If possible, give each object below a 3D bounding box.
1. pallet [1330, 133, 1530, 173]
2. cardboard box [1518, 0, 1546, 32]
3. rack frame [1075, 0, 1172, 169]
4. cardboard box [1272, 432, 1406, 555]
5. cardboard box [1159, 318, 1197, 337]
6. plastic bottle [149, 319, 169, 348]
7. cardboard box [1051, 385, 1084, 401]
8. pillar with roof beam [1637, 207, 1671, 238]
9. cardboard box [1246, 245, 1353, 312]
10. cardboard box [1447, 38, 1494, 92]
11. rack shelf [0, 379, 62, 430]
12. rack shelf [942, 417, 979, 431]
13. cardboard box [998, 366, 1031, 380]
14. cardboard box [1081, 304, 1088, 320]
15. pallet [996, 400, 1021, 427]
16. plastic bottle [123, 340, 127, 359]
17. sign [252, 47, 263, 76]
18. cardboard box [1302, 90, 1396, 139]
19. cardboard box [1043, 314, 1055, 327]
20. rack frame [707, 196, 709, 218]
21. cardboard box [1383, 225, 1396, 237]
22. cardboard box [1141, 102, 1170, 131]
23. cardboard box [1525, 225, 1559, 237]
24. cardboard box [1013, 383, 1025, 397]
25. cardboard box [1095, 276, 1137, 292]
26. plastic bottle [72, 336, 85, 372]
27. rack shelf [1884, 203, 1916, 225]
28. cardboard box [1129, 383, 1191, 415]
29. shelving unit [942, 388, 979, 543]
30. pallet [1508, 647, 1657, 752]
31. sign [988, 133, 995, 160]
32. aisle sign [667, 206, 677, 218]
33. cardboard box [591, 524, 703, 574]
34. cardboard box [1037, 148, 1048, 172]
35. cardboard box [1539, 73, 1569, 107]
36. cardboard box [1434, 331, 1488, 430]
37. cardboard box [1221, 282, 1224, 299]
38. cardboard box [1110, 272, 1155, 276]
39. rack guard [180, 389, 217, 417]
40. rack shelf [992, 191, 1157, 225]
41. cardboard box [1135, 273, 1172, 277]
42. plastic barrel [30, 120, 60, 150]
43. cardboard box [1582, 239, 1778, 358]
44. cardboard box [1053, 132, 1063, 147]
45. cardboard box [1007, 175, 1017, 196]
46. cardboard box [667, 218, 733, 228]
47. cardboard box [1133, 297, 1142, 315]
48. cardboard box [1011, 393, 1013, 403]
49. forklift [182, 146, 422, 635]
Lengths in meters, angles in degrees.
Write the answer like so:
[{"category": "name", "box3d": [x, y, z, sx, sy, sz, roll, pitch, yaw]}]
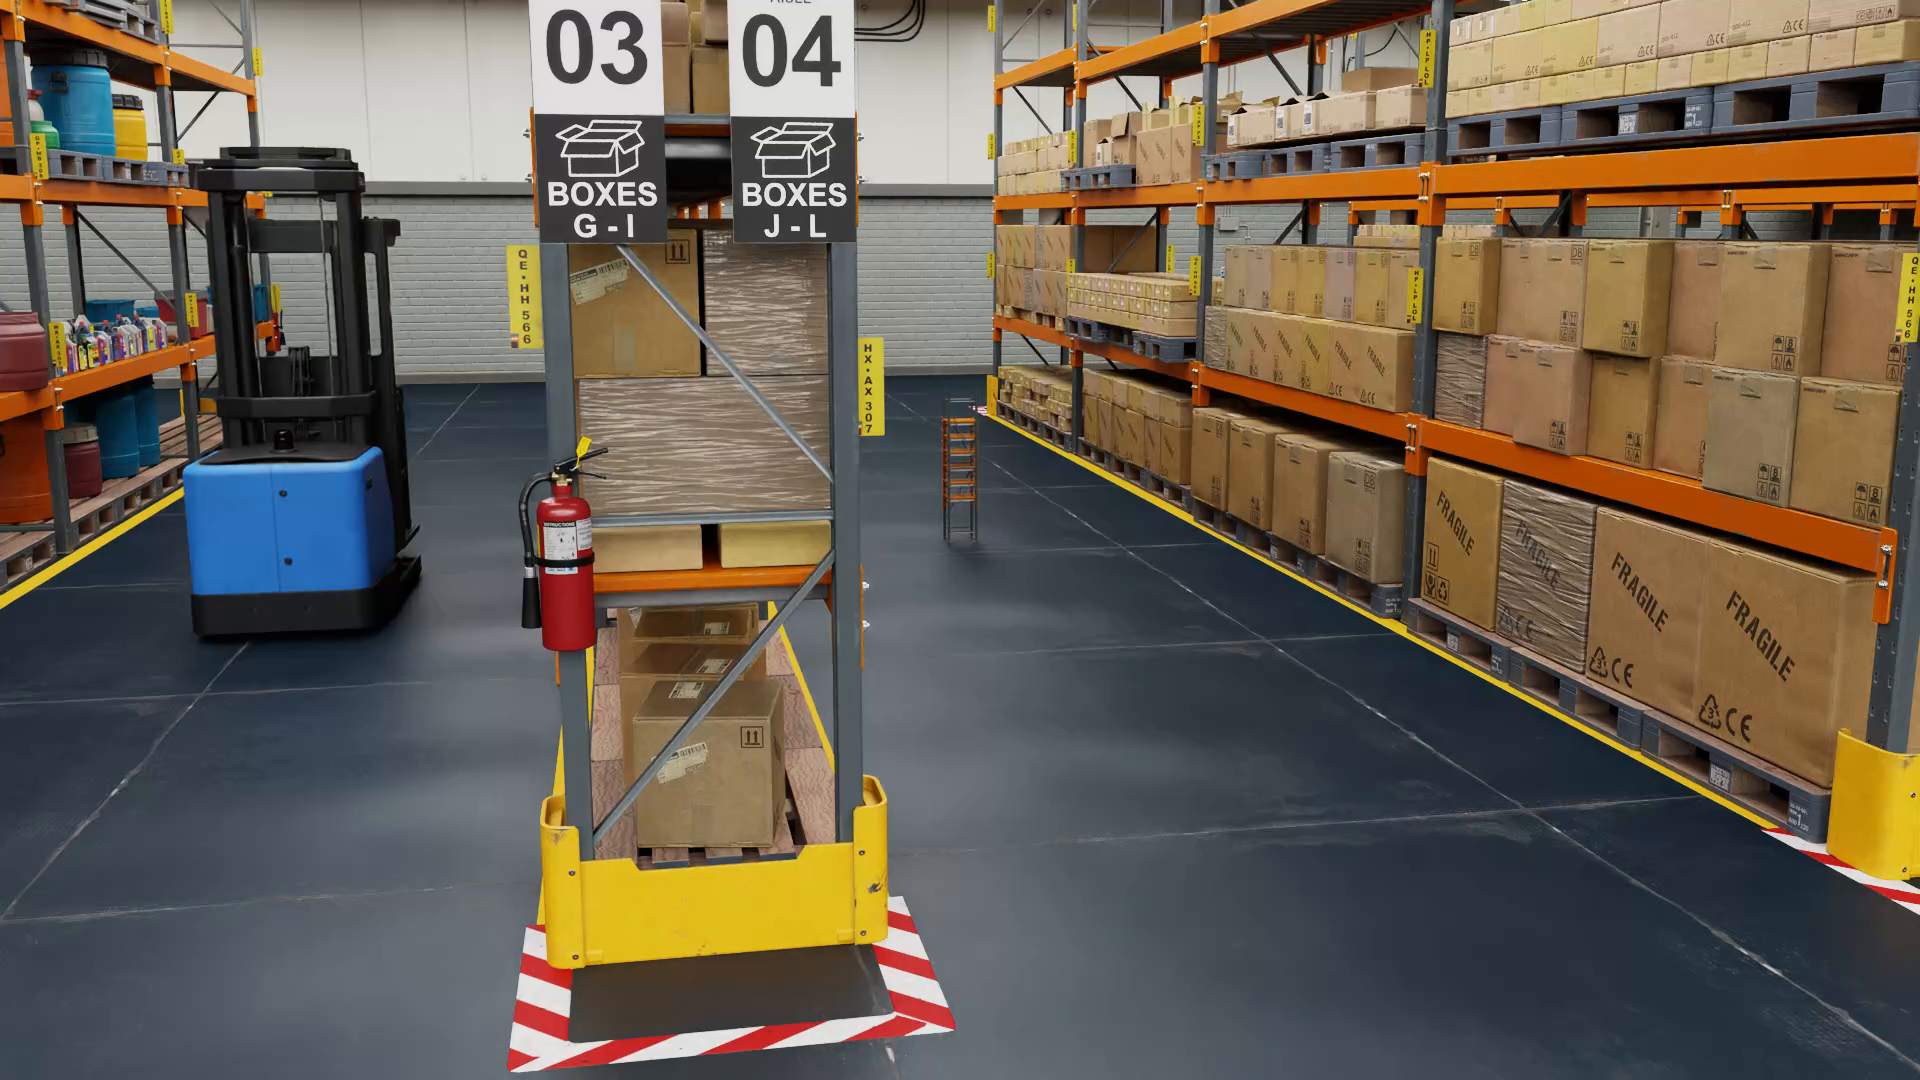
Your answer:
[{"category": "pallet", "box3d": [3.045, -2.506, 10.832, 0.805, 0.209, 1.217, -3, 11, -13]}, {"category": "cardboard box", "box3d": [3.158, -2.739, 8.690, 0.380, 0.149, 0.250, -2, 11, -12]}, {"category": "rack frame", "box3d": [1.716, -5.375, 17.368, 1.000, 3.000, 0.127, -2, 11, -11]}, {"category": "cardboard box", "box3d": [2.879, -0.349, 11.903, 1.050, 0.750, 0.750, -2, 11, -11]}, {"category": "cardboard box", "box3d": [1.947, -1.851, 14.447, 0.380, 0.149, 0.250, -2, 11, -10]}, {"category": "plastic bottle", "box3d": [-7.634, -1.964, 15.826, 0.152, 0.276, 0.135, -2, 11, -11]}, {"category": "cardboard box", "box3d": [1.247, -1.672, 18.871, 0.380, 0.149, 0.250, -2, 11, -12]}, {"category": "pillar with roof beam", "box3d": [6.779, -6.859, 25.166, 9.100, 9.000, 0.400, -2, 11, -11]}, {"category": "cardboard box", "box3d": [2.671, -2.059, 13.051, 0.700, 0.500, 0.500, -2, 11, -12]}, {"category": "cardboard box", "box3d": [3.092, -2.662, 9.353, 0.500, 0.250, 0.500, -2, 11, -11]}, {"category": "rack shelf", "box3d": [-6.861, -0.632, 10.418, 1.077, 0.370, 4.000, -2, 11, -11]}, {"category": "rack shelf", "box3d": [0.003, -0.897, 13.011, 0.258, 0.103, 0.180, -2, 11, -11]}, {"category": "cardboard box", "box3d": [0.706, -2.151, 21.386, 0.380, 0.149, 0.250, -3, 11, -14]}, {"category": "cardboard box", "box3d": [1.445, -2.325, 16.938, 0.380, 0.149, 0.250, -2, 11, -11]}, {"category": "pallet", "box3d": [1.076, -1.627, 21.182, 1.003, 0.211, 1.213, -2, 11, -11]}, {"category": "plastic bottle", "box3d": [-7.344, -1.681, 14.536, 0.097, 0.201, 0.097, 0, 11, 0]}, {"category": "sign", "box3d": [-8.269, -5.631, 19.577, 0.100, 0.325, 0.005, -2, 11, -11]}, {"category": "cardboard box", "box3d": [2.715, -2.959, 11.547, 0.500, 0.311, 0.500, -3, 11, -13]}, {"category": "cardboard box", "box3d": [1.172, -2.540, 19.189, 0.380, 0.149, 0.250, -3, 11, -13]}, {"category": "rack frame", "box3d": [-2.391, -1.532, 13.225, 1.000, 3.000, 0.127, -2, 11, -11]}, {"category": "cardboard box", "box3d": [5.699, -3.999, 21.507, 0.380, 0.149, 0.250, -2, 11, -13]}, {"category": "cardboard box", "box3d": [1.890, -3.893, 15.289, 0.396, 0.266, 0.258, -2, 11, -11]}, {"category": "cardboard box", "box3d": [6.745, -3.553, 19.163, 0.380, 0.149, 0.250, -2, 11, -12]}, {"category": "cardboard box", "box3d": [0.863, -1.863, 20.668, 0.380, 0.149, 0.250, -2, 11, -9]}, {"category": "cardboard box", "box3d": [1.545, -2.523, 16.388, 0.380, 0.149, 0.250, -2, 11, -11]}, {"category": "plastic bottle", "box3d": [-7.088, -1.497, 13.352, 0.061, 0.283, 0.133, -2, 11, -11]}, {"category": "rack shelf", "box3d": [11.809, -3.561, 17.784, 1.077, 0.370, 4.000, -2, 11, -11]}, {"category": "cardboard box", "box3d": [1.911, -1.343, 15.786, 0.500, 0.250, 0.500, -2, 11, -10]}, {"category": "shelving unit", "box3d": [0.003, -0.587, 13.070, 0.258, 1.200, 0.189, -2, 11, -11]}, {"category": "pallet", "box3d": [3.583, 0.776, 8.556, 1.003, 0.211, 1.213, -2, 11, -11]}, {"category": "sign", "box3d": [0.405, -5.045, 21.318, 0.100, 0.325, 0.005, -2, 11, -11]}, {"category": "aisle sign", "box3d": [-3.667, -4.301, 20.817, 0.394, 0.787, 0.004, -2, 11, -11]}, {"category": "cardboard box", "box3d": [-1.093, 0.014, 5.775, 0.380, 0.149, 0.250, -2, 11, -11]}, {"category": "cardboard box", "box3d": [1.181, -4.340, 19.017, 0.500, 0.250, 0.500, -2, 11, -9]}, {"category": "cardboard box", "box3d": [3.209, -2.300, 8.519, 0.380, 0.149, 0.250, -2, 11, -12]}, {"category": "cardboard box", "box3d": [3.355, -0.967, 9.853, 0.875, 0.550, 0.550, -2, 11, -11]}, {"category": "cardboard box", "box3d": [2.539, -2.210, 14.744, 0.380, 0.149, 0.250, -2, 11, -13]}, {"category": "cardboard box", "box3d": [1.866, -2.723, 18.418, 0.500, 0.500, 0.500, -2, 11, -12]}, {"category": "rack guard", "box3d": [-8.823, -1.595, 20.242, 1.175, 0.500, 0.348, -2, 11, -11]}, {"category": "rack shelf", "box3d": [1.327, -3.915, 19.643, 1.077, 0.370, 4.000, -2, 11, -11]}, {"category": "cardboard box", "box3d": [2.038, -2.687, 17.250, 0.380, 0.149, 0.250, -2, 11, -13]}, {"category": "plastic barrel", "box3d": [-7.230, -3.158, 13.038, 0.294, 0.245, 0.294, 0, 11, 0]}, {"category": "cardboard box", "box3d": [3.612, -1.198, 8.180, 0.875, 0.550, 0.500, -2, 11, -11]}, {"category": "cardboard box", "box3d": [1.236, -4.408, 18.308, 0.380, 0.149, 0.250, -2, 11, -11]}, {"category": "cardboard box", "box3d": [0.872, -4.373, 20.528, 0.500, 0.250, 0.500, -2, 11, -9]}, {"category": "cardboard box", "box3d": [-1.631, -1.450, 10.067, 1.000, 1.000, 1.000, -2, 11, -11]}, {"category": "cardboard box", "box3d": [1.795, -2.140, 15.171, 0.380, 0.149, 0.250, -2, 11, -11]}, {"category": "cardboard box", "box3d": [0.857, -1.814, 21.208, 0.380, 0.149, 0.250, -2, 11, -11]}, {"category": "forklift", "box3d": [-4.315, -1.099, 11.134, 1.130, 2.935, 3.031, -2, 11, -10]}]
